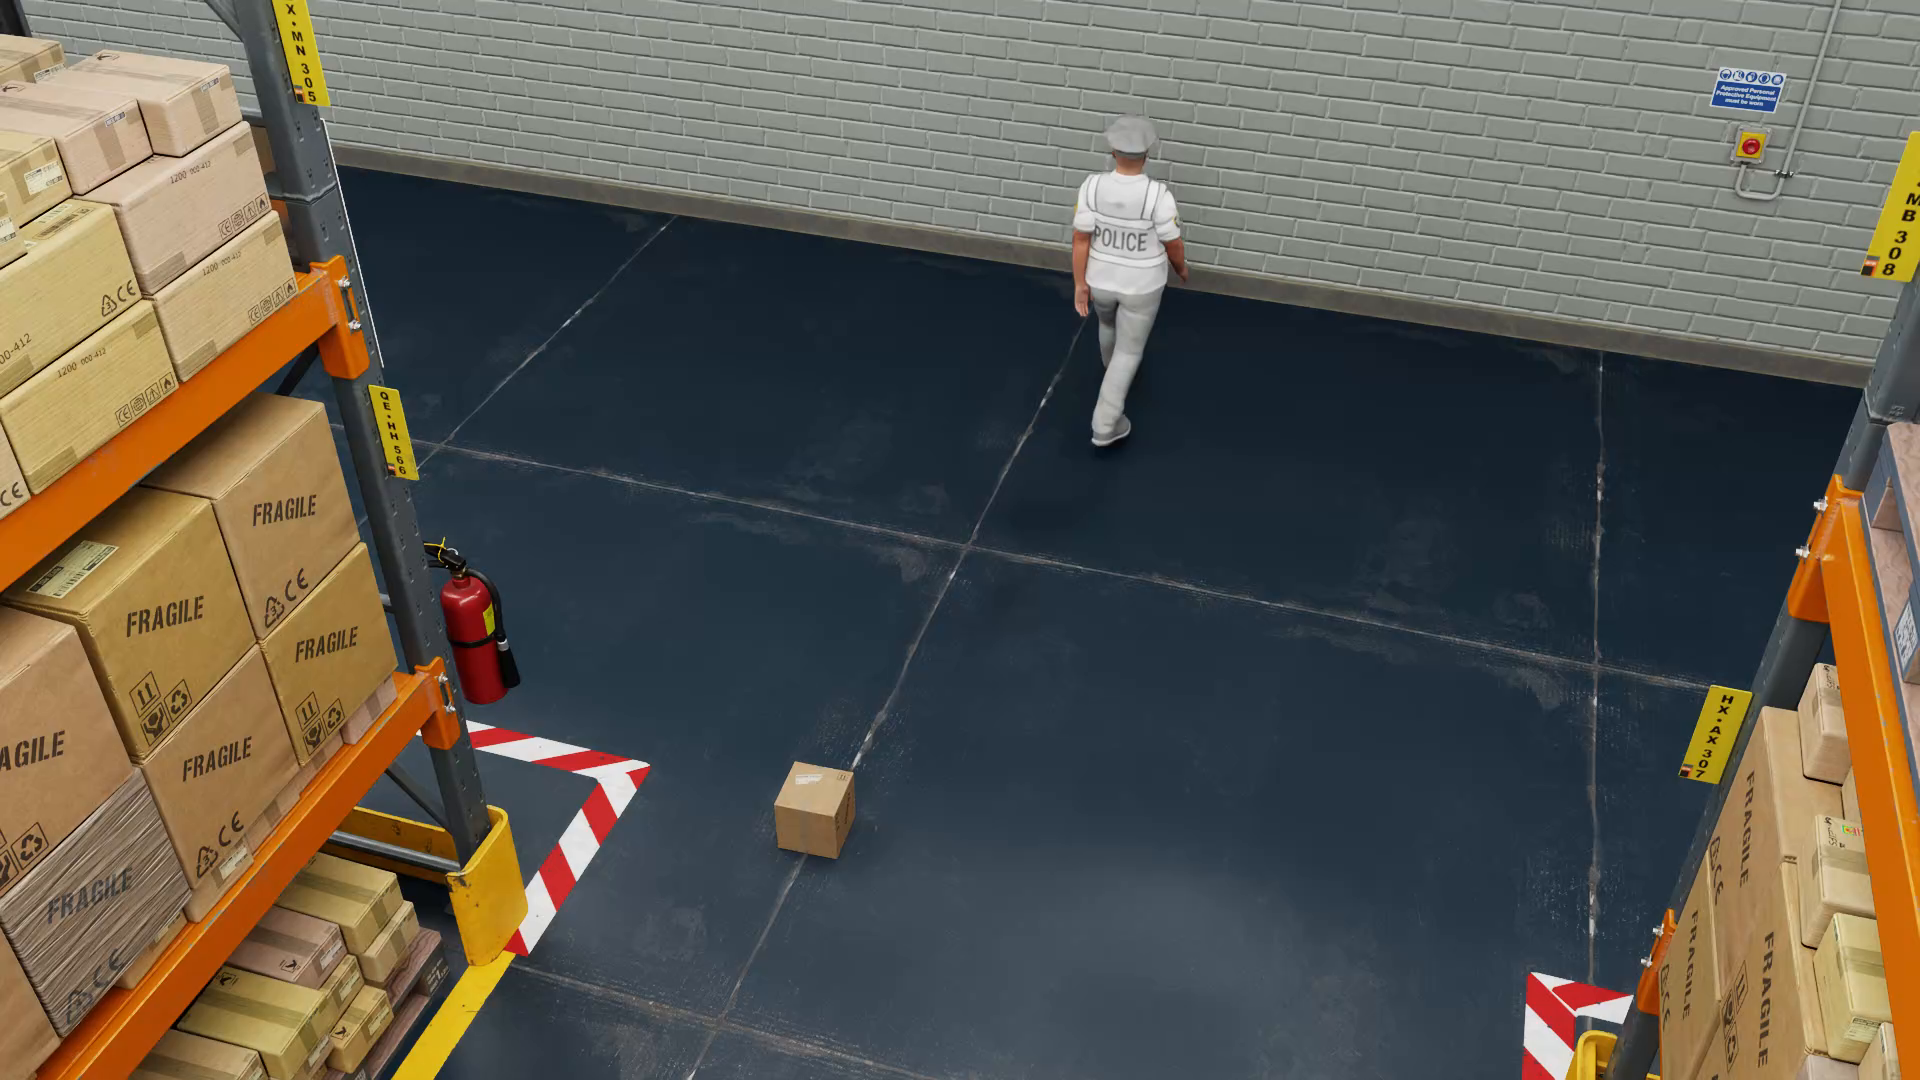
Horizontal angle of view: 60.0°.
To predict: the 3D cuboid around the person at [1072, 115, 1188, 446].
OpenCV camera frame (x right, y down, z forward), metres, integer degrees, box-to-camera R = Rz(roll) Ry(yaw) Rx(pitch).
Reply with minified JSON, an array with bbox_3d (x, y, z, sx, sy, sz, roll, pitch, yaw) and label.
[{"bbox_3d":[0.911,-1.427,8.771,0.548,1.717,1.013,17,40,21],"label":"person"}]
